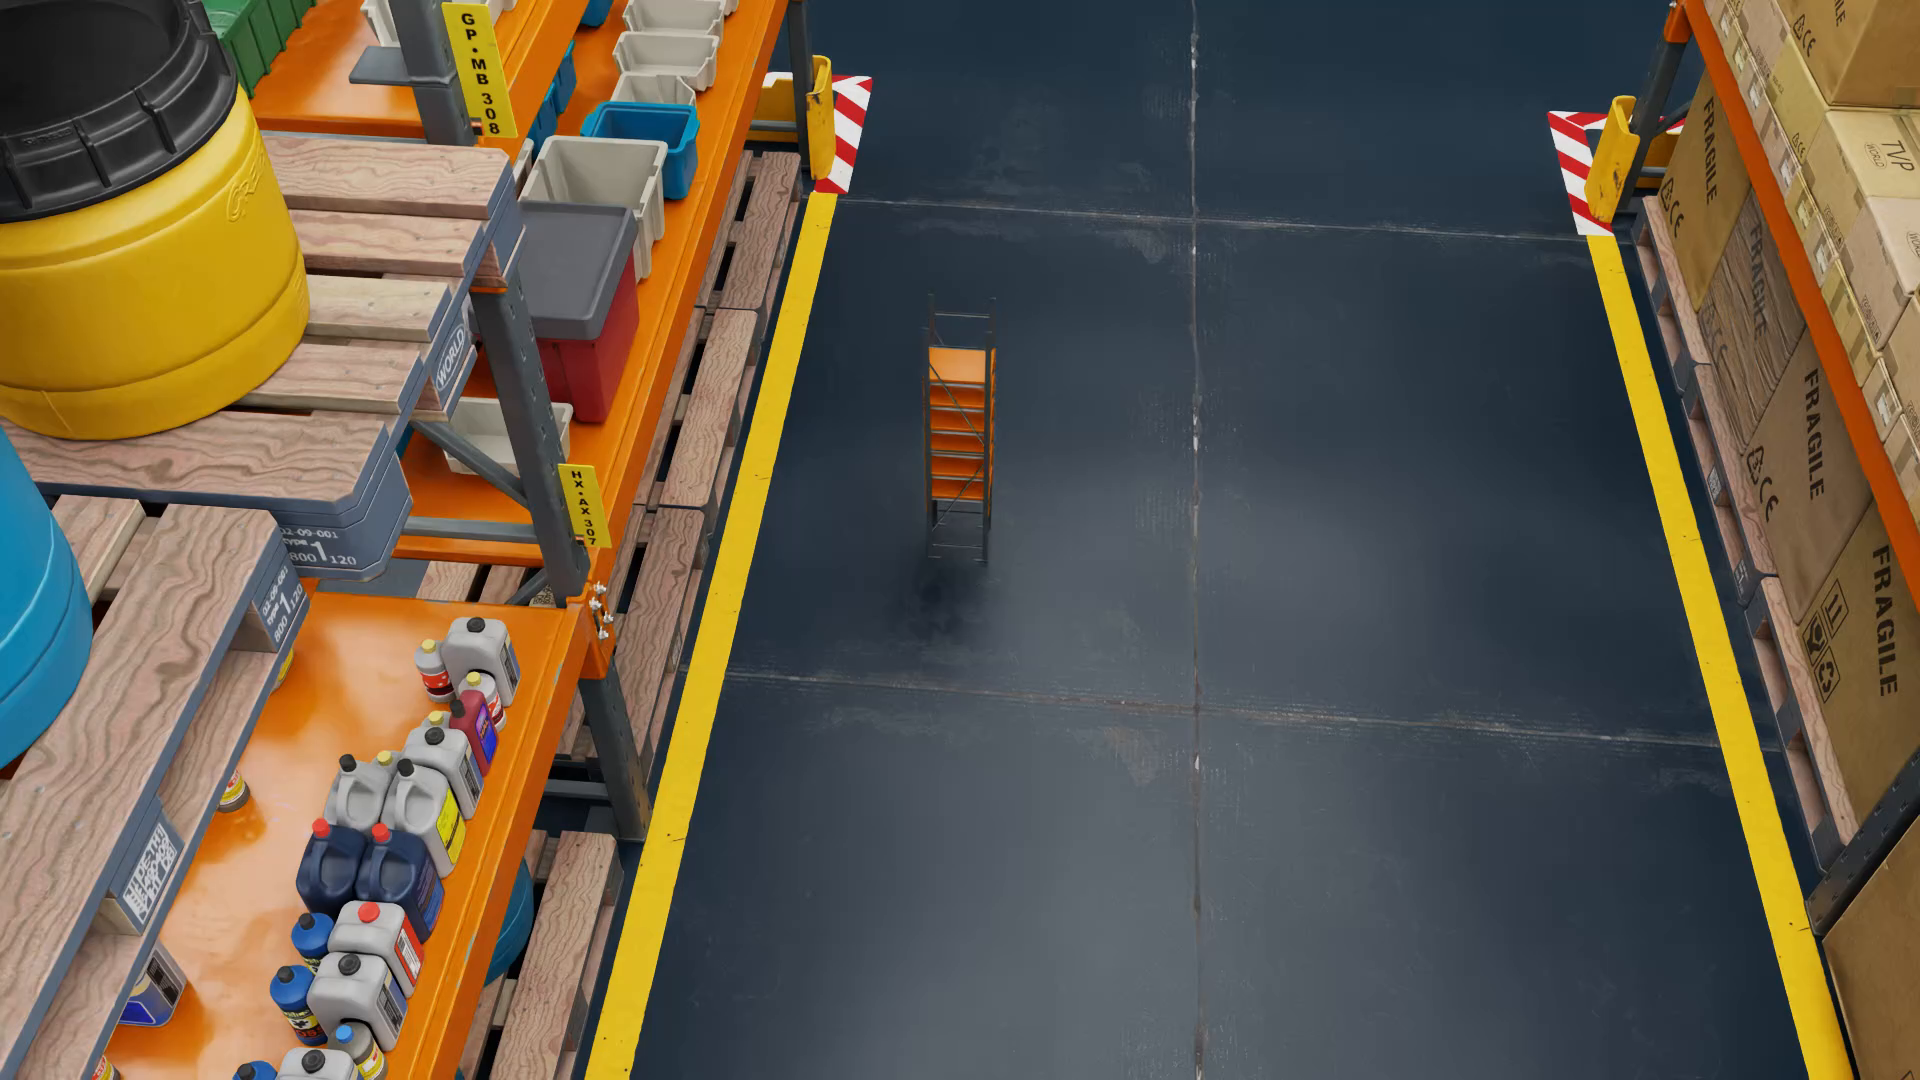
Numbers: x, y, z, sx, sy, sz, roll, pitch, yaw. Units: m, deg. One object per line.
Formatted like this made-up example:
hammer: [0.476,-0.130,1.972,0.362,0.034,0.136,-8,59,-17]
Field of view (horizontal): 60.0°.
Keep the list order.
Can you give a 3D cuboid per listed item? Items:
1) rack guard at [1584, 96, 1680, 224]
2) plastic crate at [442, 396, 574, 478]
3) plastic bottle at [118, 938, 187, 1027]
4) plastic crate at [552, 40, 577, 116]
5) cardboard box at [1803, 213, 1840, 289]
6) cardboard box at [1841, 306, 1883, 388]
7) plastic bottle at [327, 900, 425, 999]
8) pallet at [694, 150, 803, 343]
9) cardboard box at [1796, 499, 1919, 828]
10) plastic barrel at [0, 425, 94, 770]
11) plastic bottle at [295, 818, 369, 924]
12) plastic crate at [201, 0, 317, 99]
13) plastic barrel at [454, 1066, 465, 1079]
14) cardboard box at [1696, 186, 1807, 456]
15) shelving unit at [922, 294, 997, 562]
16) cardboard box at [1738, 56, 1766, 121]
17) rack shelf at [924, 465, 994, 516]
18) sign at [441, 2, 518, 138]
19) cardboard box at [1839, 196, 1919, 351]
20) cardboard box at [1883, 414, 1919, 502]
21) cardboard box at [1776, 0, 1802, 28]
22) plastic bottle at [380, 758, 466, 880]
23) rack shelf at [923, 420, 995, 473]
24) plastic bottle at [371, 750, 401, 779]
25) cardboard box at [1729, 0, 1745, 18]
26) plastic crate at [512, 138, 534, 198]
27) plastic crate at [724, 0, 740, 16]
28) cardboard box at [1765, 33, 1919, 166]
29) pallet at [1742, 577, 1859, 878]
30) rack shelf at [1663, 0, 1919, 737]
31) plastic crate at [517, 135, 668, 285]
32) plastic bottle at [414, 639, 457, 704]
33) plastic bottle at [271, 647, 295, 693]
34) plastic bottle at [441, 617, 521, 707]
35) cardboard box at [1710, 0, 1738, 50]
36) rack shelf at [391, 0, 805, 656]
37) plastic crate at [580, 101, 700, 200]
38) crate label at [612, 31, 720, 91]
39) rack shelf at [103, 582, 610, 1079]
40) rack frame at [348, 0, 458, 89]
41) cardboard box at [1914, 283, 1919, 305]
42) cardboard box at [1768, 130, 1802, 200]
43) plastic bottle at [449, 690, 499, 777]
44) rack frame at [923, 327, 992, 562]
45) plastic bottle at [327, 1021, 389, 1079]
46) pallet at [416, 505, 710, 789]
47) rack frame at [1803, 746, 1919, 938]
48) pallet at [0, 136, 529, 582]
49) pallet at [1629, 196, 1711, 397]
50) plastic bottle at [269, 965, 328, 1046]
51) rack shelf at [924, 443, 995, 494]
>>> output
rack guard: [3.712,-1.817,8.073,1.175,0.500,0.348,4,48,4]
plastic crate: [-1.402,-0.300,5.130,0.396,0.136,0.243,4,48,4]
plastic bottle: [-1.941,1.010,3.877,0.152,0.276,0.135,4,48,4]
plastic crate: [-1.693,-1.813,6.448,0.416,0.233,0.300,4,48,4]
cardboard box: [3.188,-0.996,5.799,0.380,0.149,0.250,5,48,4]
cardboard box: [3.140,-0.621,5.456,0.380,0.149,0.250,5,48,4]
plastic bottle: [-1.380,0.955,3.927,0.152,0.276,0.135,4,48,4]
pallet: [-1.336,-1.432,7.916,1.003,0.211,1.213,4,48,4]
cardboard box: [3.485,0.392,5.514,0.875,0.875,0.875,4,48,4]
plastic barrel: [-1.590,-0.096,2.148,0.600,0.901,0.708,4,48,4]
plastic bottle: [-1.505,0.803,4.016,0.144,0.351,0.185,4,48,4]
plastic crate: [-1.849,-1.309,4.026,0.450,0.188,0.662,4,48,4]
plastic barrel: [-1.718,1.449,4.530,0.600,0.901,0.708,4,48,4]
cardboard box: [3.648,-0.923,6.717,0.875,0.875,0.875,4,48,4]
shelving unit: [-0.001,-0.394,6.298,0.258,1.200,0.189,4,48,4]
cardboard box: [3.282,-1.751,6.489,0.380,0.149,0.250,3,48,3]
rack shelf: [-0.001,-0.202,6.507,0.258,0.103,0.180,4,48,4]
sign: [-1.039,-1.014,3.606,0.100,0.325,0.005,4,48,4]
cardboard box: [3.215,-0.851,5.396,0.500,0.250,0.500,5,48,4]
cardboard box: [3.094,-0.243,5.110,0.380,0.149,0.250,3,48,3]
cardboard box: [3.352,-2.244,6.161,0.500,0.500,0.500,3,48,3]
plastic bottle: [-1.345,0.677,4.131,0.144,0.351,0.185,4,48,4]
rack shelf: [-0.001,-0.364,6.330,0.258,0.103,0.180,4,48,4]
plastic bottle: [-1.460,0.615,4.289,0.097,0.201,0.097,0,48,0]
cardboard box: [3.397,-2.358,6.774,0.500,0.250,0.500,3,48,2]
plastic crate: [-1.727,-1.268,6.015,0.293,0.136,0.466,4,48,4]
plastic crate: [-1.116,-2.296,6.955,0.396,0.136,0.243,4,48,4]
cardboard box: [3.307,-1.607,6.087,0.500,0.250,0.500,2,48,2]
pallet: [3.493,0.684,5.981,1.003,0.211,1.213,4,48,4]
rack shelf: [3.528,-0.931,6.056,1.077,0.370,4.000,4,48,4]
plastic crate: [-1.264,-1.127,5.787,0.437,0.282,0.530,4,48,4]
plastic bottle: [-1.427,0.347,4.535,0.097,0.201,0.097,0,48,0]
plastic bottle: [-1.945,0.246,4.525,0.144,0.351,0.185,4,48,4]
plastic bottle: [-1.301,0.316,4.512,0.152,0.276,0.135,4,48,4]
cardboard box: [3.327,-2.131,6.837,0.380,0.149,0.250,3,48,3]
rack shelf: [-1.405,-1.264,6.361,1.077,0.370,4.000,4,48,4]
plastic crate: [-1.154,-1.414,6.083,0.416,0.233,0.300,4,48,4]
crate label: [-1.158,-1.878,6.573,0.396,0.136,0.243,4,48,4]
rack shelf: [-1.769,1.676,3.672,1.077,0.370,4.000,4,48,4]
rack frame: [-1.587,-2.062,2.537,1.000,3.000,0.127,4,48,4]
cardboard box: [3.171,-0.730,4.777,0.500,0.500,0.500,4,48,4]
cardboard box: [3.234,-1.375,6.145,0.380,0.149,0.250,3,48,3]
plastic bottle: [-1.276,0.487,4.351,0.061,0.283,0.133,4,48,4]
rack frame: [-0.010,-0.327,6.236,0.240,1.200,0.006,4,48,4]
plastic bottle: [-1.376,1.167,3.785,0.097,0.201,0.097,0,48,0]
pallet: [-1.558,0.361,6.276,1.003,0.211,1.213,4,48,4]
rack frame: [3.346,0.296,4.446,1.000,3.000,0.127,4,48,4]
pallet: [-1.561,-0.403,3.181,1.213,0.211,1.003,4,48,4]
pallet: [3.715,-1.109,7.621,1.003,0.211,1.213,4,48,4]
plastic bottle: [-1.518,1.061,3.834,0.097,0.271,0.097,0,48,0]
rack shelf: [-0.001,-0.283,6.419,0.258,0.103,0.180,4,48,4]
